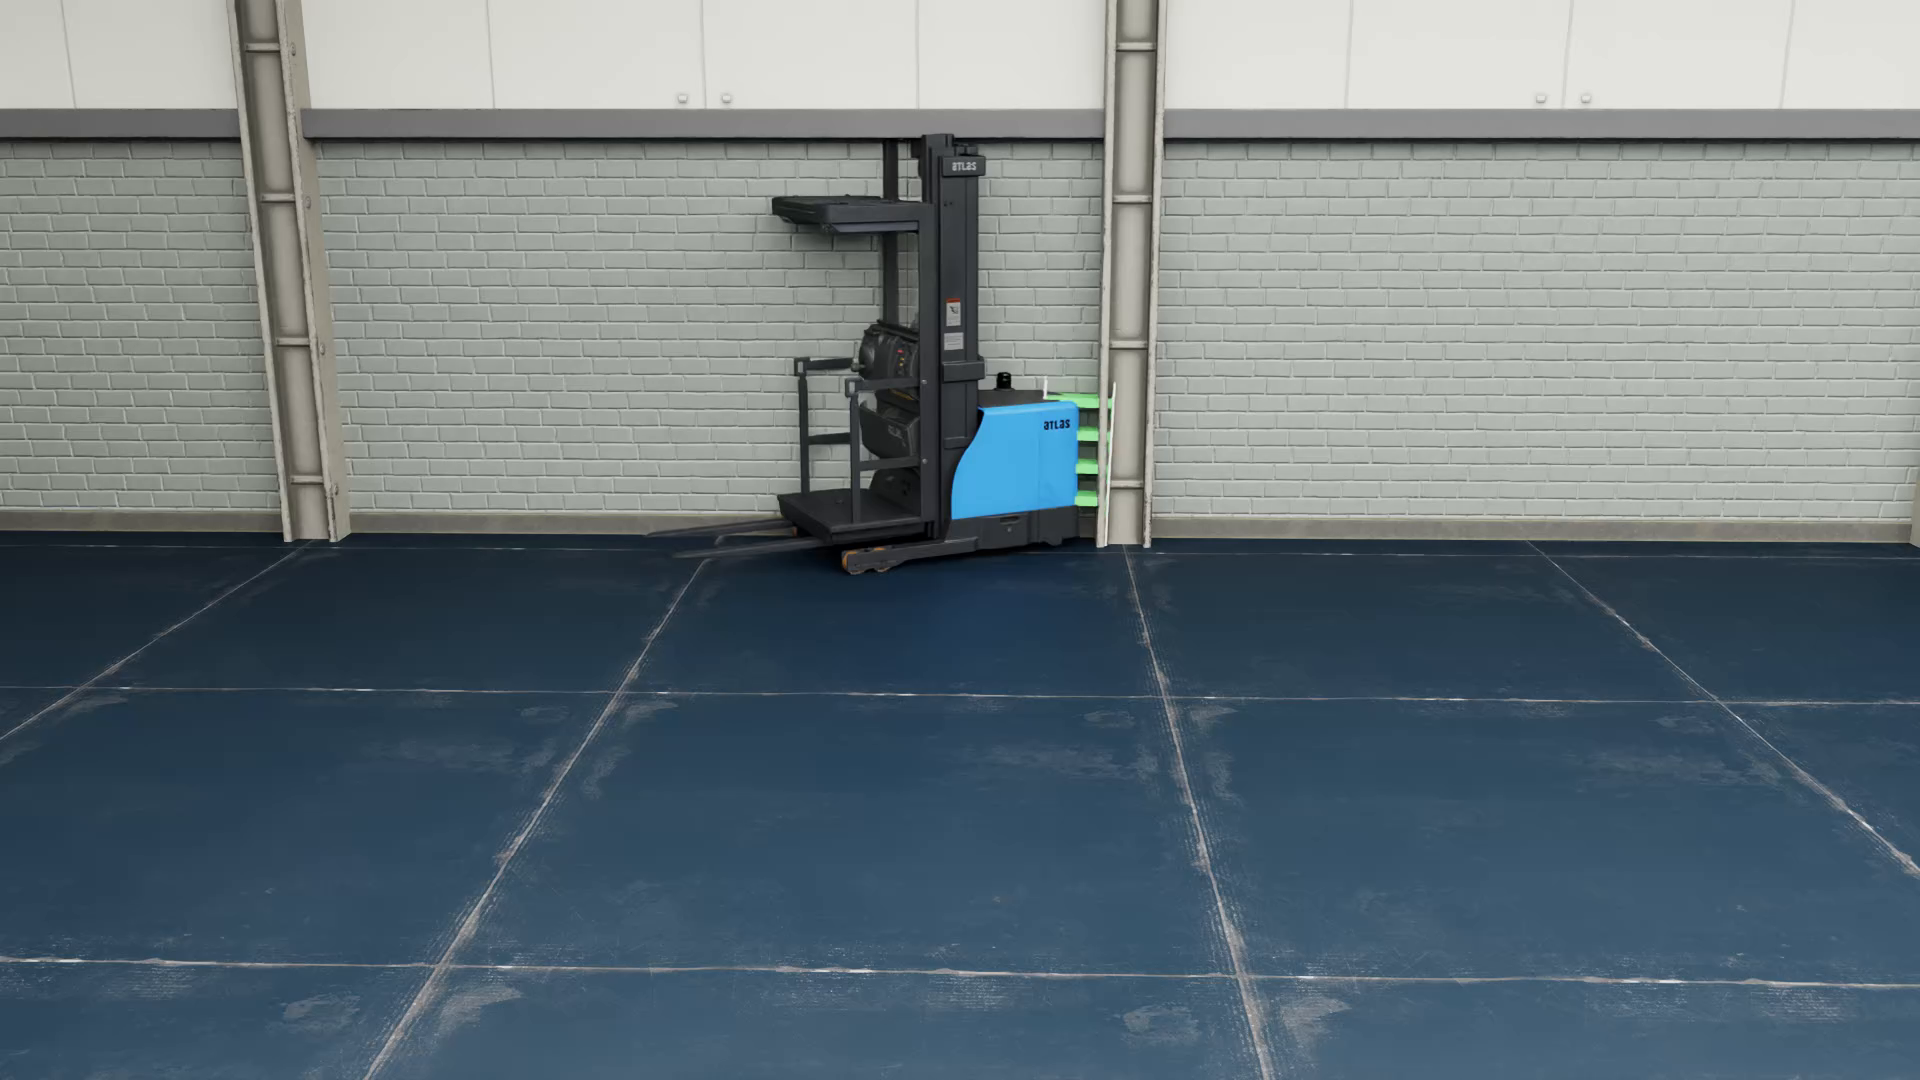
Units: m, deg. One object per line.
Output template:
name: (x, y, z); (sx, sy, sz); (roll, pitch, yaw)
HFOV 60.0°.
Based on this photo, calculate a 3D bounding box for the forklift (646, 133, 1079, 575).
forklift: (-0.686, -1.329, 11.630); (3.031, 2.935, 1.130); (-7, 16, -25)

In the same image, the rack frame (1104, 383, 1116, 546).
rack frame: (1.084, -0.564, 12.125); (0.015, 1.200, 0.240); (2, 13, 1)

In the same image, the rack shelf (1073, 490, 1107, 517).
rack shelf: (0.829, -0.278, 12.198); (0.480, 0.148, 0.258); (2, 13, 1)

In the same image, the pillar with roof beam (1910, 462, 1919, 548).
pillar with roof beam: (7.087, -3.201, 6.833); (0.400, 9.000, 9.100); (0, 15, 1)

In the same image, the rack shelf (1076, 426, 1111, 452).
rack shelf: (0.847, -0.745, 12.088); (0.480, 0.148, 0.258); (2, 13, 1)

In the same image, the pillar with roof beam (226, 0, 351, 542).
pillar with roof beam: (-4.909, -3.279, 7.129); (0.400, 9.000, 9.100); (0, 15, 1)

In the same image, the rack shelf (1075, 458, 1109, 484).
rack shelf: (0.838, -0.512, 12.143); (0.480, 0.148, 0.258); (2, 13, 1)

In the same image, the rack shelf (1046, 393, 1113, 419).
rack shelf: (0.856, -0.979, 12.032); (0.480, 0.148, 0.258); (2, 13, 1)

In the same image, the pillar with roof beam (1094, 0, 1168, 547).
pillar with roof beam: (1.089, -3.240, 6.981); (0.400, 9.000, 9.100); (0, 15, 1)

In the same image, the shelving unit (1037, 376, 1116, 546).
shelving unit: (0.840, -0.574, 12.128); (0.503, 1.200, 0.258); (2, 13, 1)

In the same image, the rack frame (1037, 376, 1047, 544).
rack frame: (0.597, -0.584, 12.131); (0.015, 1.200, 0.240); (2, 13, 1)
